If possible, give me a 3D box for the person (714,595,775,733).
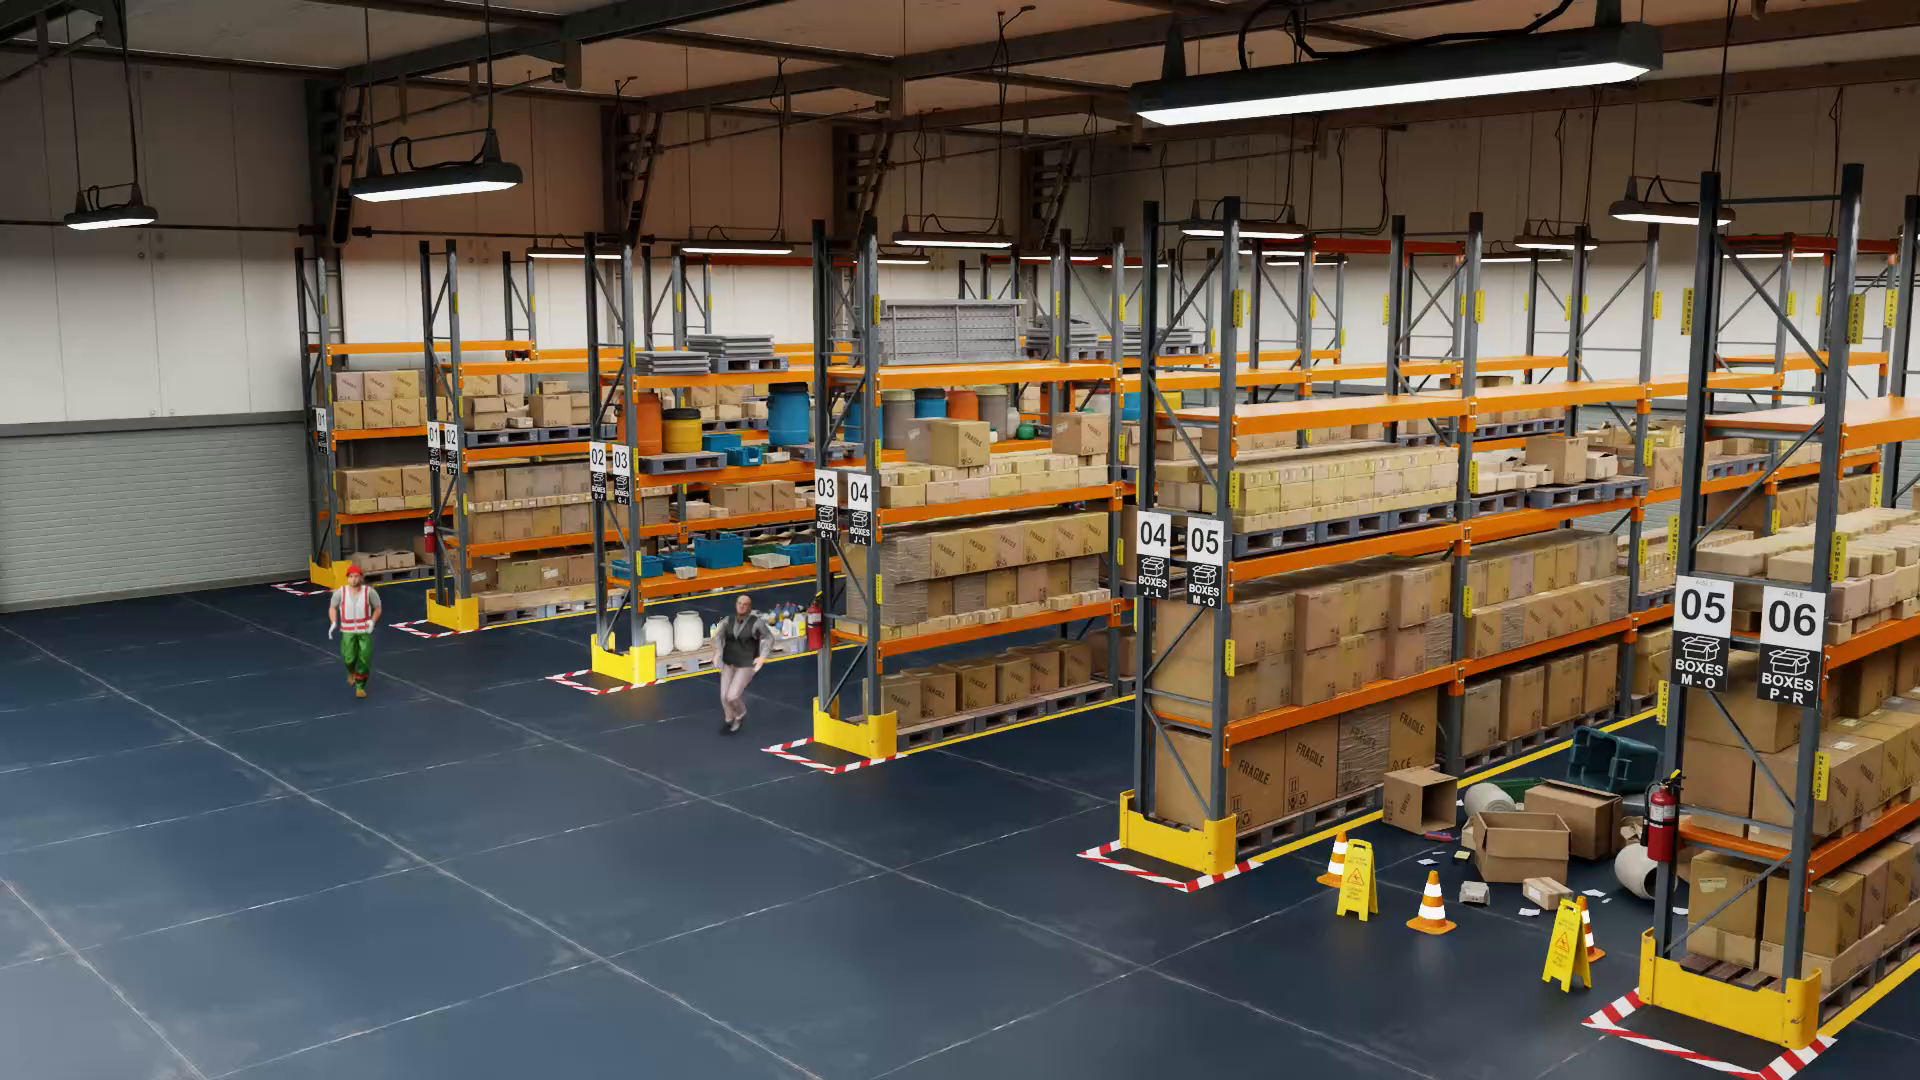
[{"bbox_3d":[-2.595,1.476,19.585,0.715,1.664,0.577,3,9,21],"label":"person"}]

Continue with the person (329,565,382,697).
[{"bbox_3d":[-7.794,1.178,21.458,0.662,1.733,0.632,-3,9,-17],"label":"person"}]
